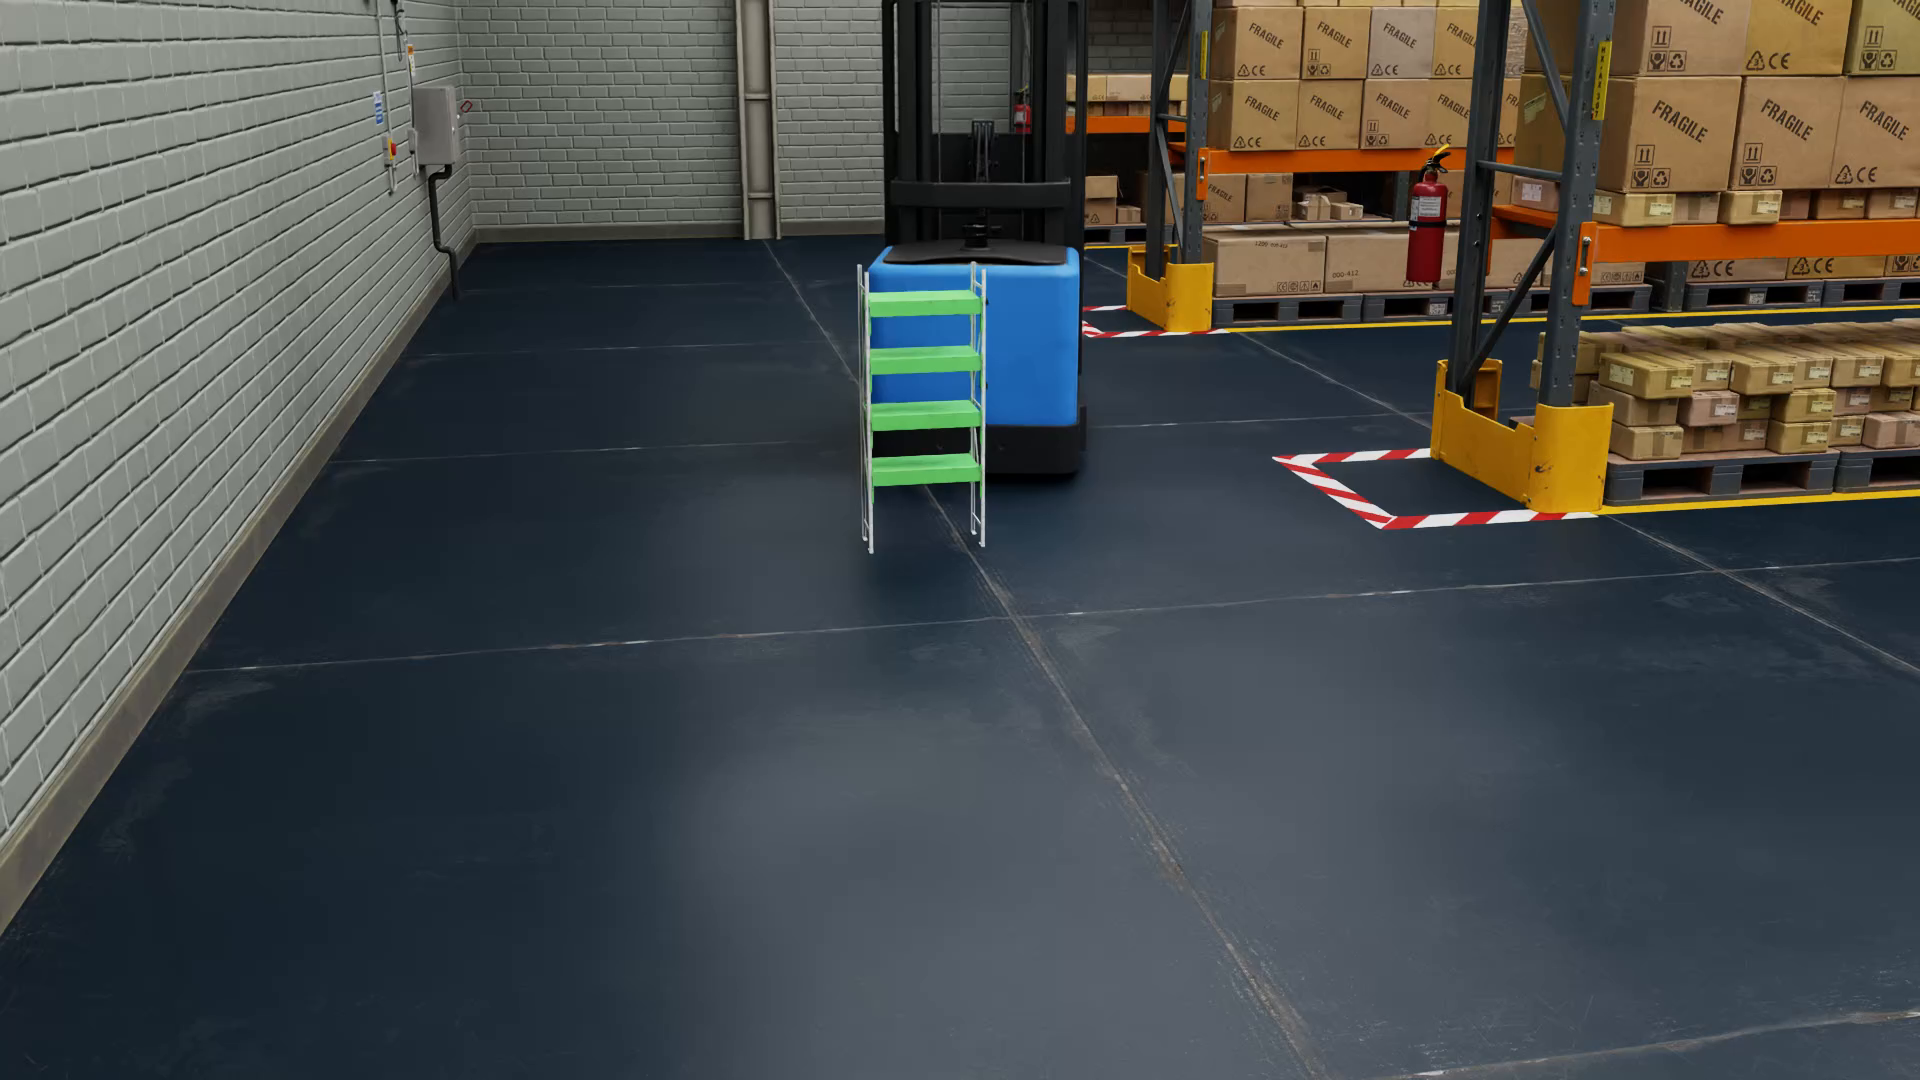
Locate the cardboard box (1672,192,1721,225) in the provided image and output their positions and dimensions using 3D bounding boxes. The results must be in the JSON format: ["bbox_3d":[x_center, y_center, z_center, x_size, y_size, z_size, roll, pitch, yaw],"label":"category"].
[{"bbox_3d":[3.289,-1.555,7.695,0.250,0.149,0.380,-3,17,-8],"label":"cardboard box"}]

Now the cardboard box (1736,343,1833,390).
[{"bbox_3d":[3.992,-0.844,8.079,0.250,0.149,0.380,-4,18,-13],"label":"cardboard box"}]

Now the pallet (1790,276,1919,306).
[{"bbox_3d":[7.499,-2.171,14.020,1.213,0.211,1.003,-3,17,-10],"label":"pallet"}]

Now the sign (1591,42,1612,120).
[{"bbox_3d":[2.769,-1.983,7.186,0.005,0.325,0.100,-3,17,-10],"label":"sign"}]

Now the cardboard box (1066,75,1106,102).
[{"bbox_3d":[1.179,-4.596,16.916,0.500,0.250,0.500,-3,17,-10],"label":"cardboard box"}]

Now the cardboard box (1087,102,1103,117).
[{"bbox_3d":[1.298,-4.425,17.036,0.250,0.149,0.380,-3,17,-9],"label":"cardboard box"}]

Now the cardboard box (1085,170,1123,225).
[{"bbox_3d":[1.301,-3.592,17.435,0.637,0.503,0.797,-4,18,-13],"label":"cardboard box"}]

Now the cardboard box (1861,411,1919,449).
[{"bbox_3d":[4.491,-0.568,8.192,0.250,0.149,0.380,-4,18,-13],"label":"cardboard box"}]

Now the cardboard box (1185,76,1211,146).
[{"bbox_3d":[2.051,-3.298,12.771,0.500,0.500,0.500,-3,17,-10],"label":"cardboard box"}]

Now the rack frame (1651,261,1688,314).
[{"bbox_3d":[5.555,-3.370,13.175,0.127,3.000,1.000,-3,17,-10],"label":"rack frame"}]

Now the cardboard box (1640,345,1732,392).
[{"bbox_3d":[3.493,-0.830,8.031,0.250,0.149,0.380,-3,17,-9],"label":"cardboard box"}]

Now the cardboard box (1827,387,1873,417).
[{"bbox_3d":[4.247,-0.725,8.195,0.250,0.149,0.380,-4,18,-13],"label":"cardboard box"}]

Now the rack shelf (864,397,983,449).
[{"bbox_3d":[-0.163,-0.503,7.124,0.480,0.148,0.258,-3,17,-10],"label":"rack shelf"}]

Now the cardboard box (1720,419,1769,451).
[{"bbox_3d":[3.725,-0.555,8.149,0.250,0.149,0.380,-3,17,-10],"label":"cardboard box"}]

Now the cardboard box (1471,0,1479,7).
[{"bbox_3d":[3.808,-4.026,12.333,0.250,0.149,0.380,-3,17,-10],"label":"cardboard box"}]

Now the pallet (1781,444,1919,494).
[{"bbox_3d":[4.741,-0.499,8.577,1.213,0.211,1.003,-3,17,-10],"label":"pallet"}]

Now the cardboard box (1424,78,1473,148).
[{"bbox_3d":[3.637,-3.231,12.552,0.500,0.500,0.500,-3,17,-9],"label":"cardboard box"}]

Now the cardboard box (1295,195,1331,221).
[{"bbox_3d":[3.768,-3.559,17.731,0.258,0.266,0.396,-3,17,-8],"label":"cardboard box"}]

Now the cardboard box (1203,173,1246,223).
[{"bbox_3d":[2.686,-3.628,17.556,0.500,0.500,0.500,-3,17,-9],"label":"cardboard box"}]

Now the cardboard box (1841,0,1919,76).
[{"bbox_3d":[4.167,-2.395,7.620,0.500,0.500,0.500,-4,17,-12],"label":"cardboard box"}]

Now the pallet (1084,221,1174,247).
[{"bbox_3d":[1.540,-3.294,17.676,1.213,0.211,1.003,-3,17,-10],"label":"pallet"}]

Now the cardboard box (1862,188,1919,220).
[{"bbox_3d":[4.310,-1.623,7.914,0.250,0.149,0.380,-4,17,-12],"label":"cardboard box"}]

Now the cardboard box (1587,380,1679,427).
[{"bbox_3d":[6.130,-0.860,8.545,6.161,0.500,0.689,-3,17,-8],"label":"cardboard box"}]

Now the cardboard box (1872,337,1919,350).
[{"bbox_3d":[4.762,-0.900,8.260,0.250,0.149,0.380,-3,17,-10],"label":"cardboard box"}]

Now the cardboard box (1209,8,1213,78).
[{"bbox_3d":[2.056,-3.768,12.599,0.500,0.500,0.500,-3,17,-9],"label":"cardboard box"}]

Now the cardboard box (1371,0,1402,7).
[{"bbox_3d":[3.053,-3.989,12.213,0.250,0.149,0.380,-3,17,-10],"label":"cardboard box"}]

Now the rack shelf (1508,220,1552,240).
[{"bbox_3d":[4.630,-1.562,8.269,3.687,0.071,0.831,-3,17,-10],"label":"rack shelf"}]

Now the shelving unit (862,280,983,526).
[{"bbox_3d":[-0.159,-0.565,7.106,0.487,1.046,0.258,-3,17,-10],"label":"shelving unit"}]

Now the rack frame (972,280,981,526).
[{"bbox_3d":[0.077,-0.578,7.151,0.006,1.046,0.228,-3,17,-10],"label":"rack frame"}]

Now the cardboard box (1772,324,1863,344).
[{"bbox_3d":[4.425,-1.009,8.616,0.250,0.149,0.380,-4,17,-12],"label":"cardboard box"}]

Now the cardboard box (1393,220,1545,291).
[{"bbox_3d":[4.040,-2.292,13.314,0.875,0.438,0.875,-4,17,-12],"label":"cardboard box"}]

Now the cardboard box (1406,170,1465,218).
[{"bbox_3d":[5.128,-3.769,18.015,0.500,0.500,0.500,-2,17,-8],"label":"cardboard box"}]

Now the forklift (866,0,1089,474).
[{"bbox_3d":[0.149,-2.104,9.169,1.130,2.935,3.031,1,17,3],"label":"forklift"}]

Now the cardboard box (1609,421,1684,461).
[{"bbox_3d":[3.241,-0.501,7.974,0.250,0.149,0.380,-3,17,-9],"label":"cardboard box"}]

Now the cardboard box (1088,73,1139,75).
[{"bbox_3d":[1.590,-4.779,17.511,0.500,0.250,0.500,-3,17,-10],"label":"cardboard box"}]
